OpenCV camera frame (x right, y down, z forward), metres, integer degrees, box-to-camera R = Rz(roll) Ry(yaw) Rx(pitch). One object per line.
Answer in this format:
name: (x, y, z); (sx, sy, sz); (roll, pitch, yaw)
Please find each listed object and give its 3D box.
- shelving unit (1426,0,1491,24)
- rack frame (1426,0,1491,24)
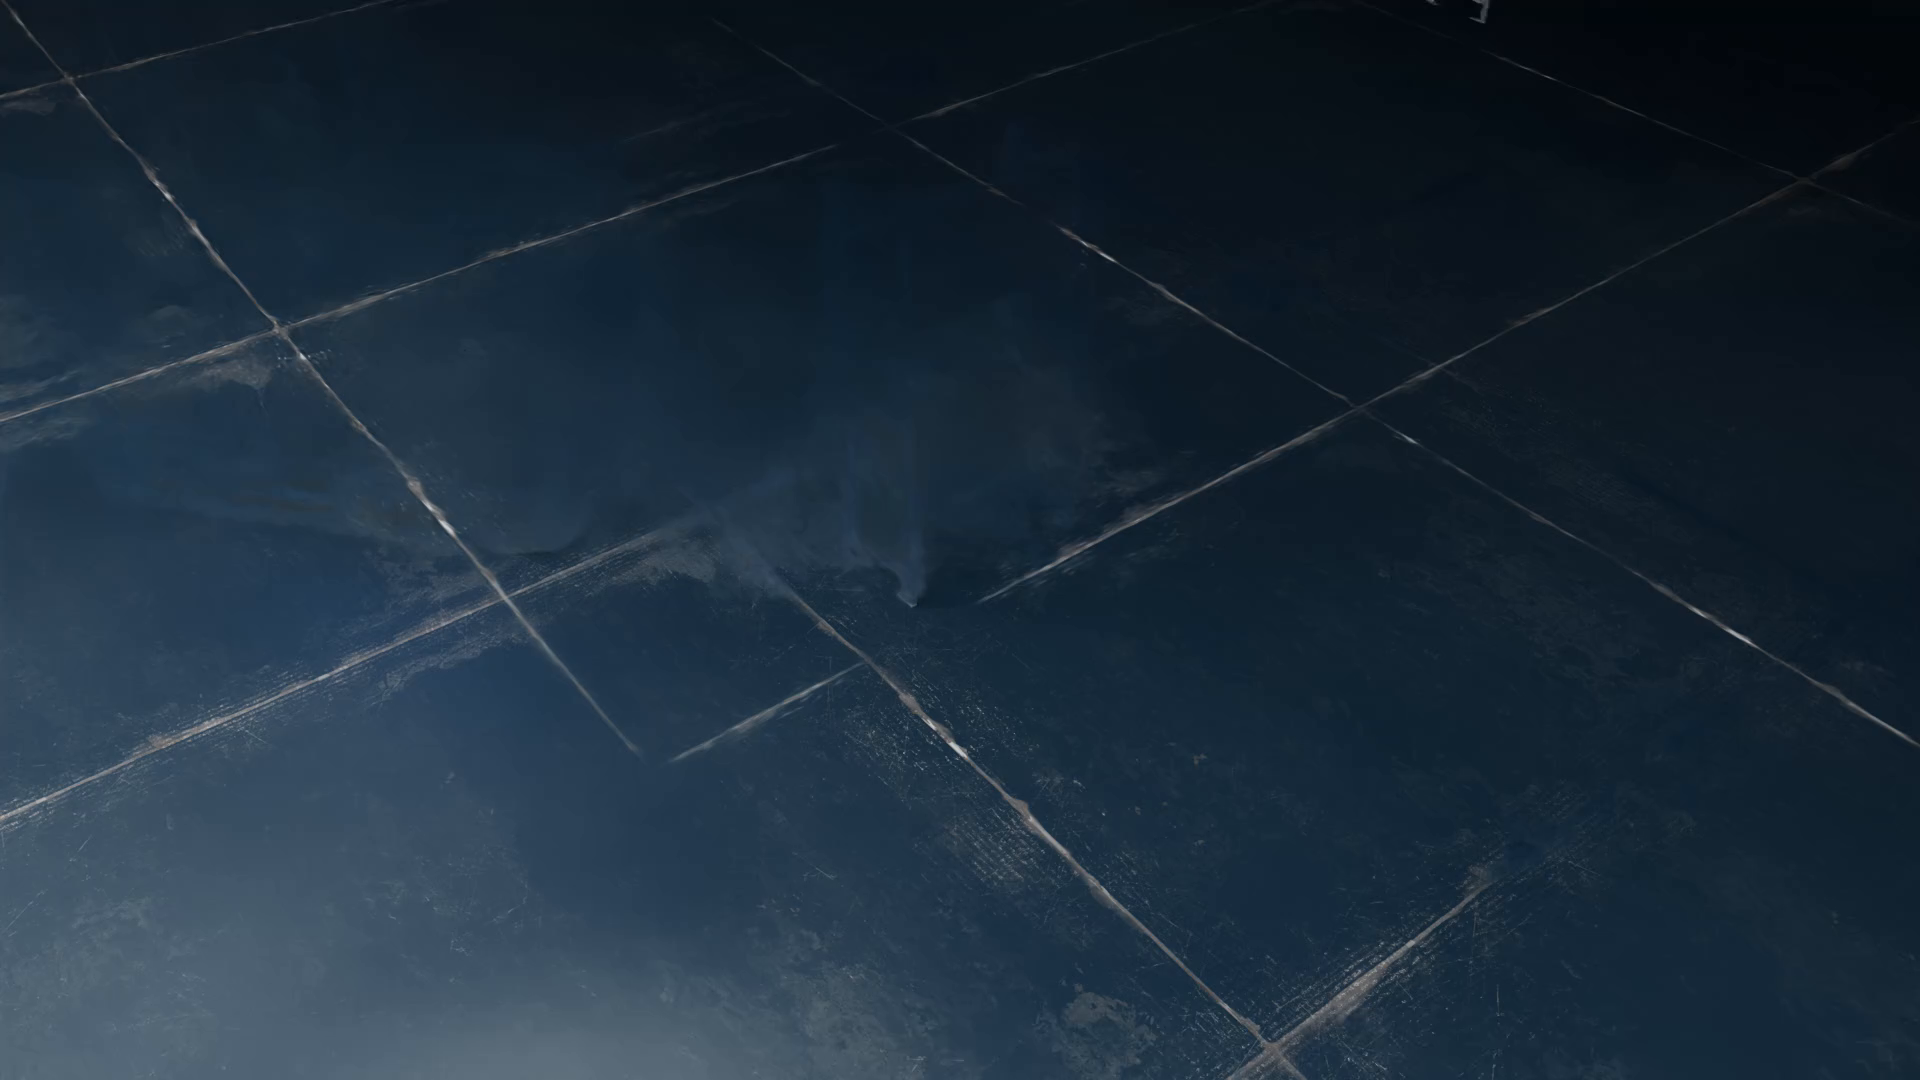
shelving unit: (0.005, -0.582, 5.777); (0.755, 1.500, 0.431); (-26, 46, -28)
rack frame: (-0.285, -0.441, 5.605); (0.023, 1.500, 0.400); (-26, 46, -28)
